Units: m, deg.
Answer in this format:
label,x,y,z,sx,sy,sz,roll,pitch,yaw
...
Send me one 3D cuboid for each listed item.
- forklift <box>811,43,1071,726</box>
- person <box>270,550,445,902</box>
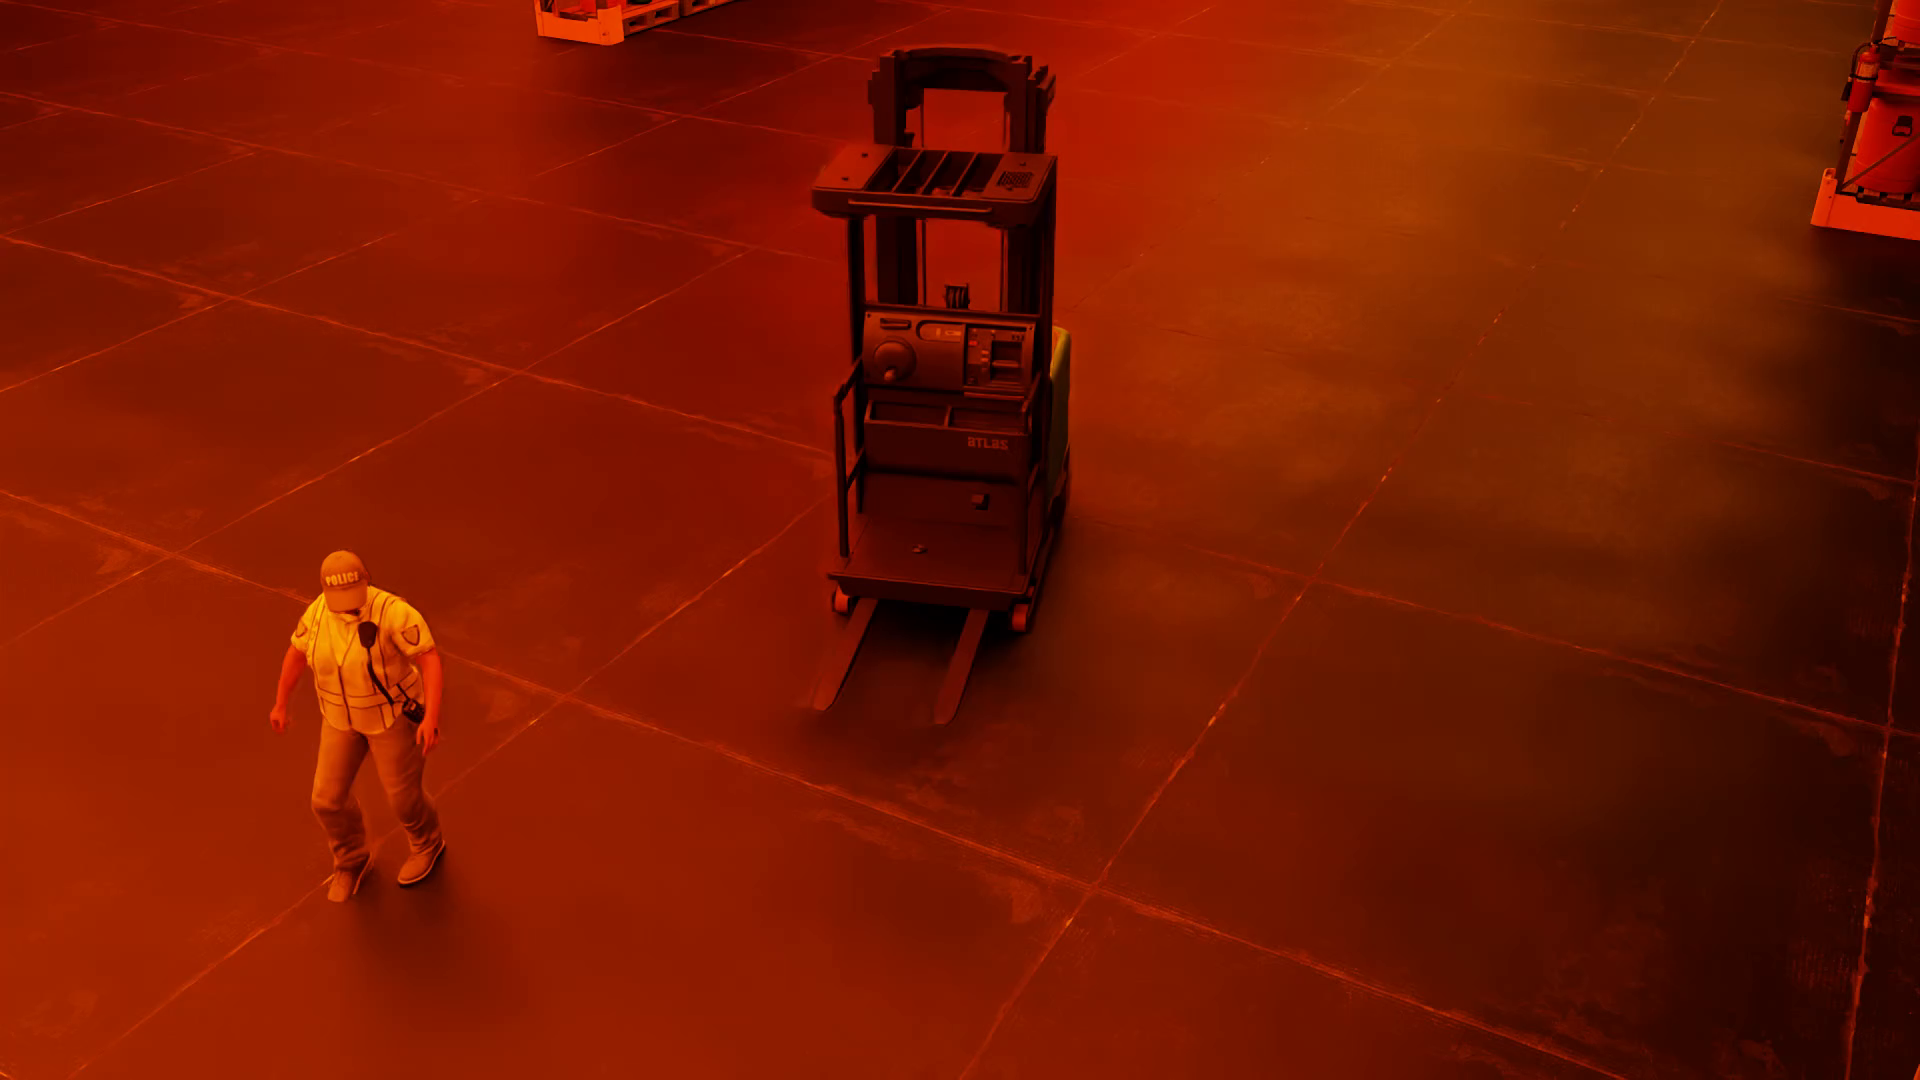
label,x,y,z,sx,sy,sz,roll,pitch,yaw
forklift,-0.100,-0.960,8.734,1.130,2.935,3.031,6,30,9
person,-2.506,0.803,7.035,0.880,1.693,0.516,7,31,11
